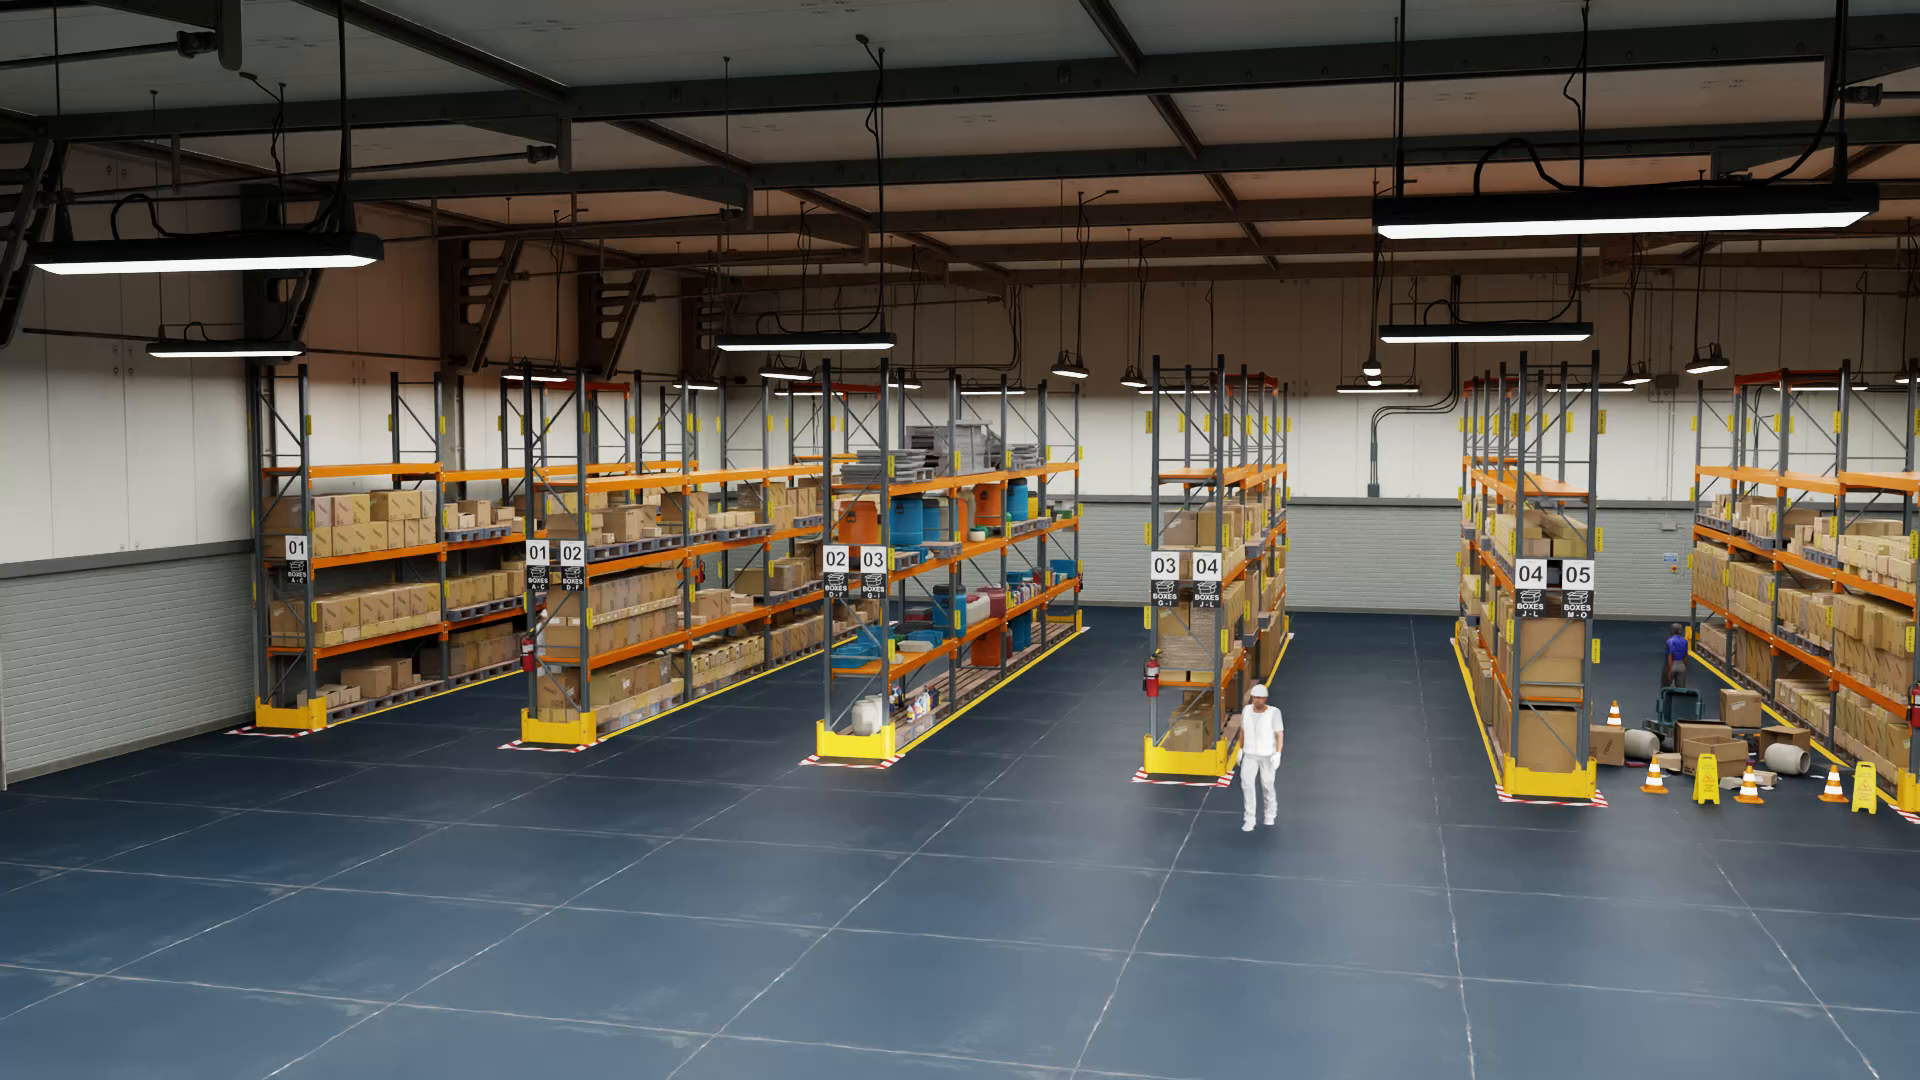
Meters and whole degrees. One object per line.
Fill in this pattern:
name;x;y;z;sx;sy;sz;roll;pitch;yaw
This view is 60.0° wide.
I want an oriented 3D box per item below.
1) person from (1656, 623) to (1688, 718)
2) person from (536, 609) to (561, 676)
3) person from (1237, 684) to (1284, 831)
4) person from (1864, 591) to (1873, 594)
person;12.140;2.267;28.210;0.448;1.683;0.612;0;4;5
person;-7.338;2.082;29.680;0.622;1.763;0.703;0;4;0
person;3.717;2.700;20.685;0.628;1.822;0.585;2;5;32
person;18.813;1.782;34.422;0.493;1.668;0.424;-1;4;-19
